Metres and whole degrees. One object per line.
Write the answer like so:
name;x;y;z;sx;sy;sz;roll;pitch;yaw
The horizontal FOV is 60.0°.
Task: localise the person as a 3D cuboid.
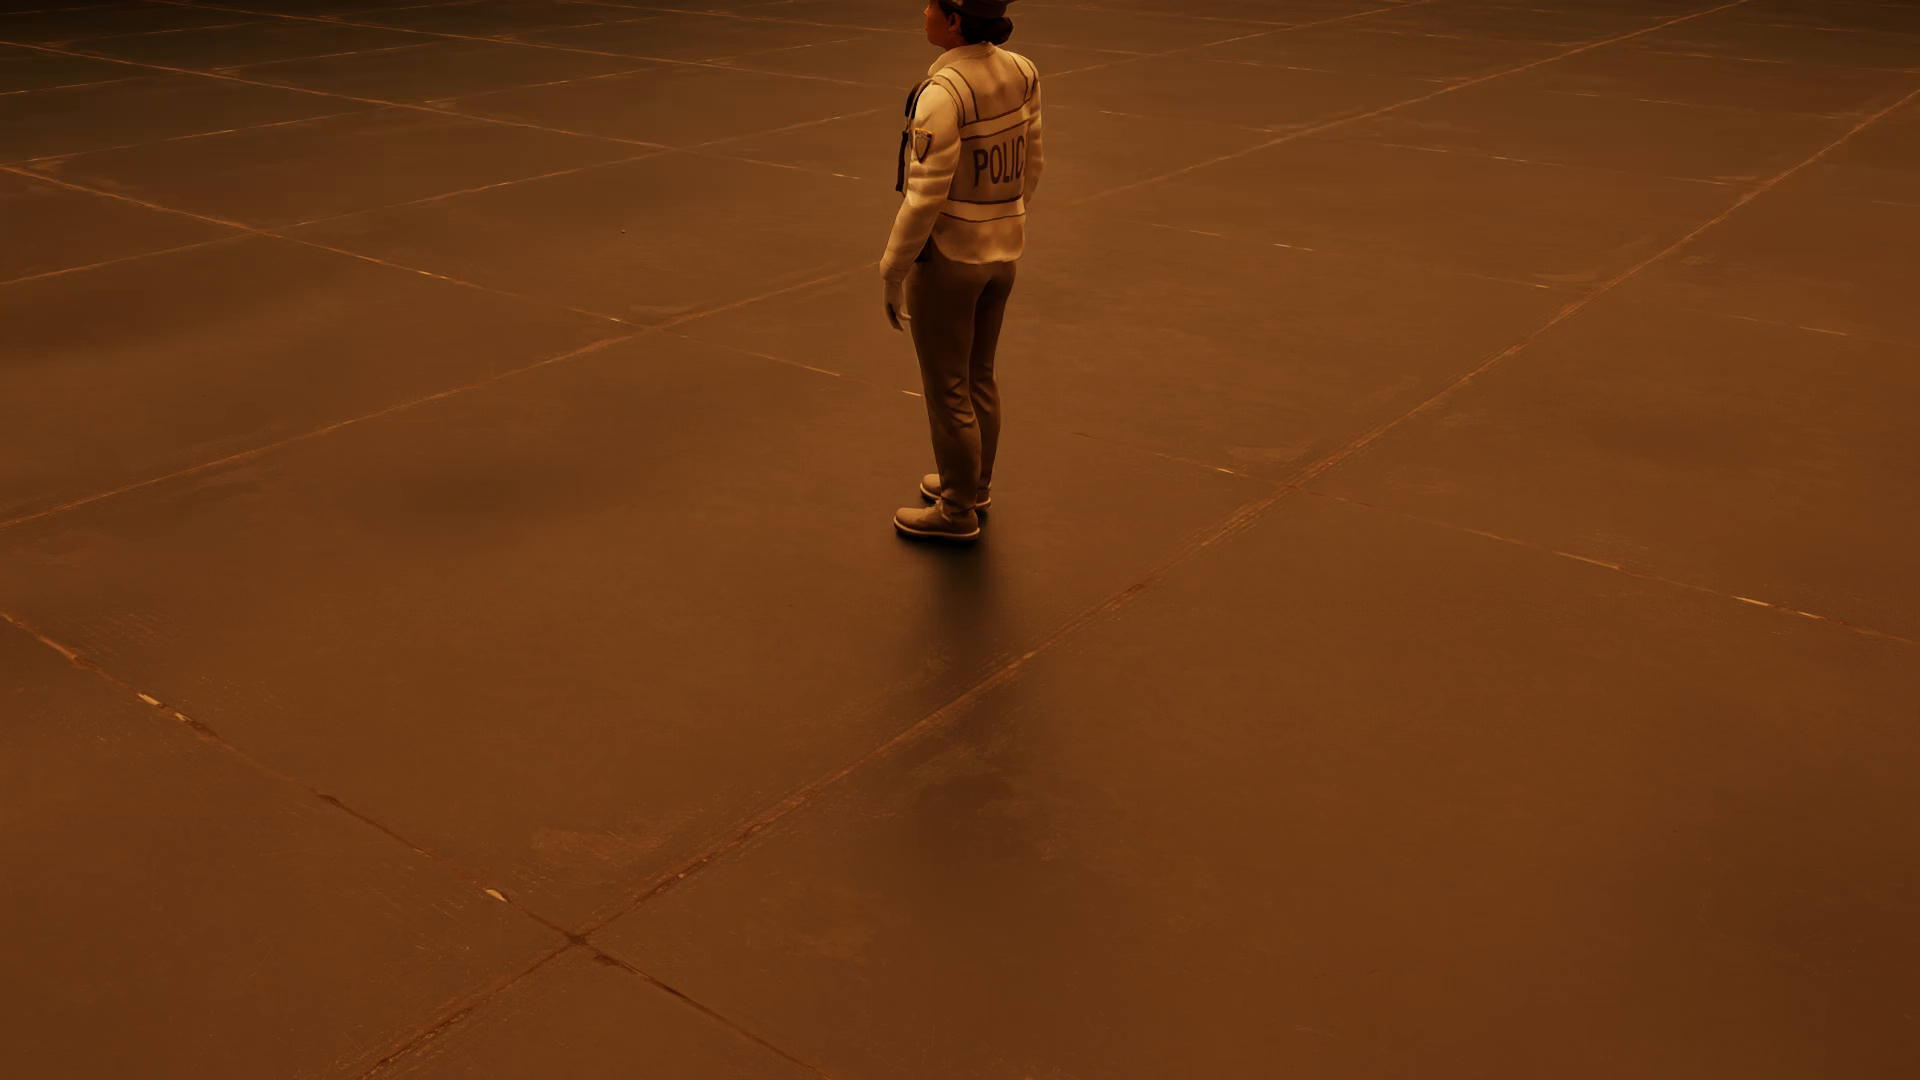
person;-0.050;-0.803;4.717;0.530;1.694;0.587;17;29;34
